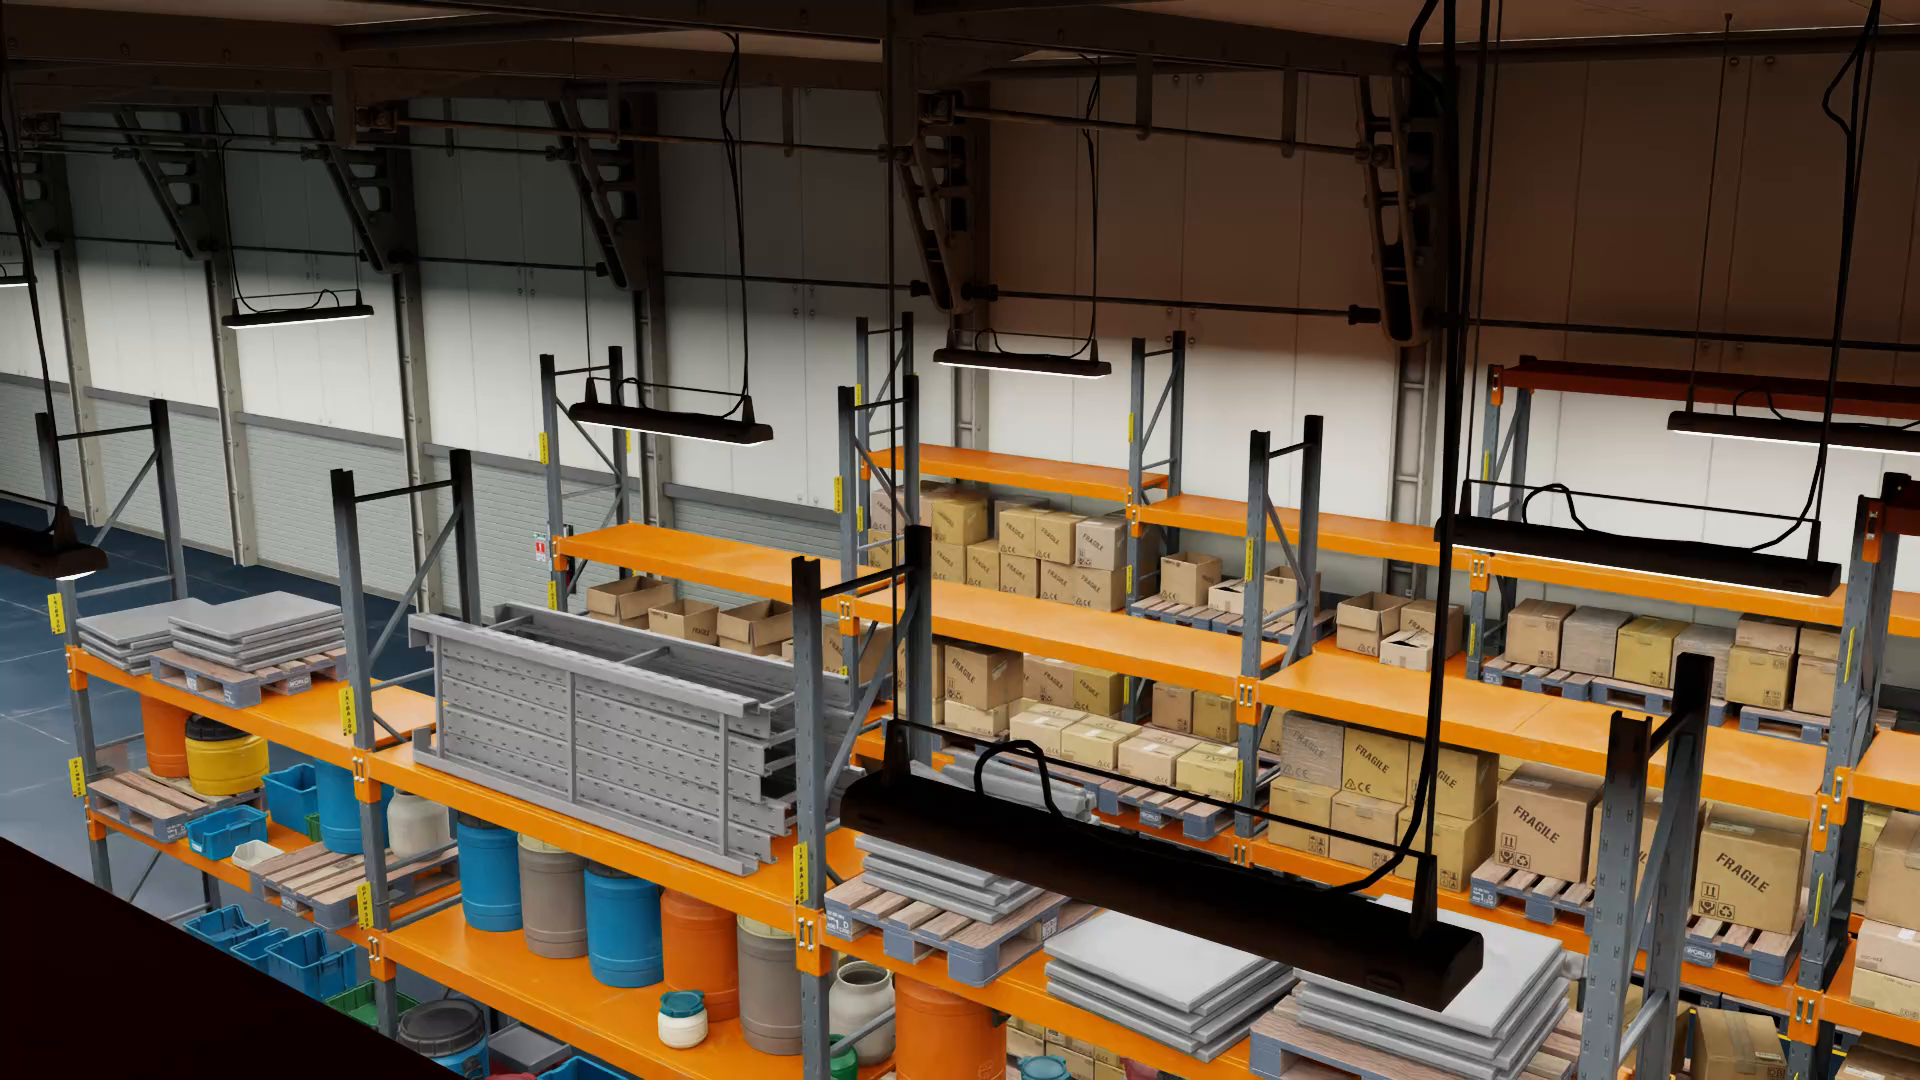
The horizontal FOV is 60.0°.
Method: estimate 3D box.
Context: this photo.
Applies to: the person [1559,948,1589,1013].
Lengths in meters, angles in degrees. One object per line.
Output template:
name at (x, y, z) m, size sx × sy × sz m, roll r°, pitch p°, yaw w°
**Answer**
person at (5.424, 3.817, 14.890) m, size 0.576 × 1.770 × 0.539 m, roll -3°, pitch 13°, yaw -14°
